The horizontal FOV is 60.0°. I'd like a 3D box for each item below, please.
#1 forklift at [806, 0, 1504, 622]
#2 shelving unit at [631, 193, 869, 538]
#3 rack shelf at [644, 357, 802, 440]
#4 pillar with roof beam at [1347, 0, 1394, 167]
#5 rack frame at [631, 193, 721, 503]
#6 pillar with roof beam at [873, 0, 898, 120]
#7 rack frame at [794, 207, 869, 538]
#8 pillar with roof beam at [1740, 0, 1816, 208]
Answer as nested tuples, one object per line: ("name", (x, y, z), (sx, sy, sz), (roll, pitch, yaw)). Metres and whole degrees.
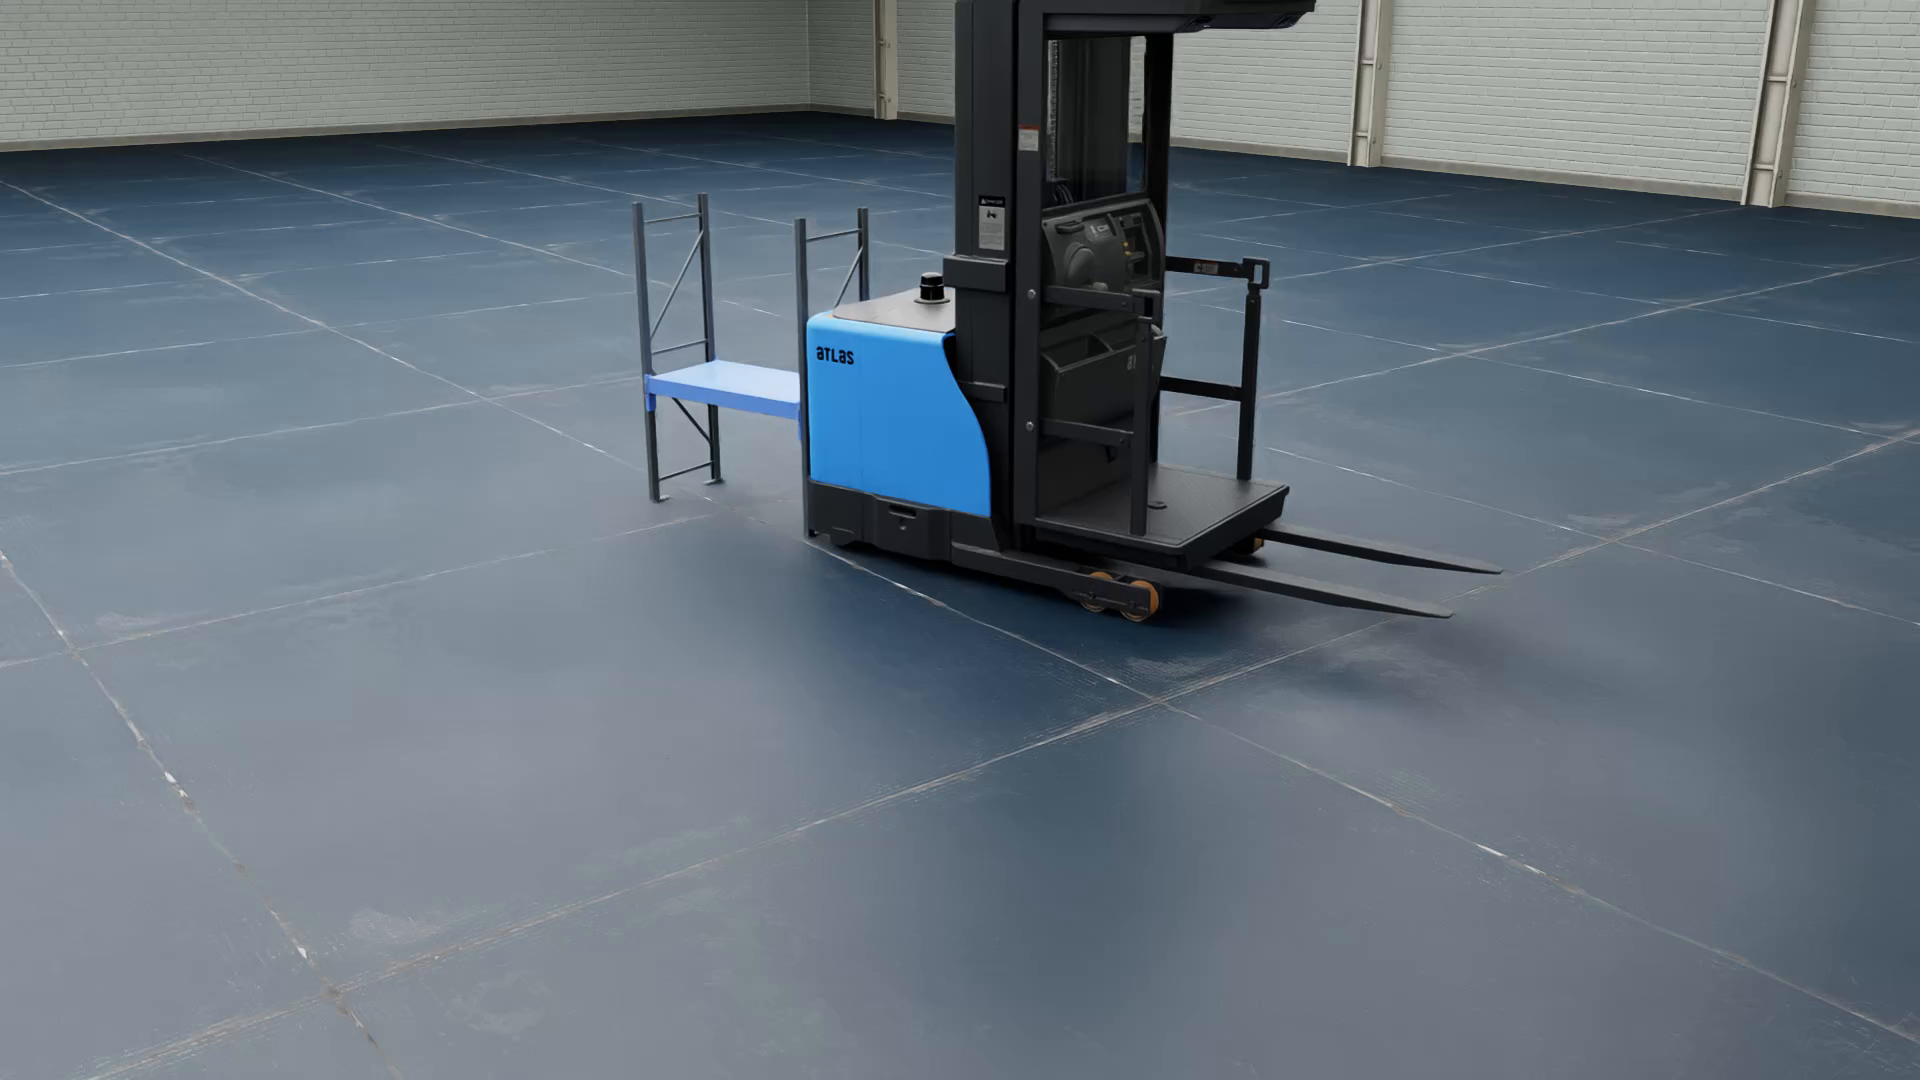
("forklift", (0.789, -1.245, 6.961), (3.031, 2.935, 1.130), (12, 22, 33))
("shelving unit", (-1.005, -0.878, 8.128), (1.048, 1.500, 0.538), (12, 22, 33))
("rack shelf", (-1.005, -0.707, 8.185), (1.000, 0.185, 0.538), (12, 22, 33))
("pillar with roof beam", (2.592, -8.957, 20.597), (9.100, 9.000, 0.400), (-14, 23, -36))
("rack frame", (-1.423, -0.969, 8.403), (0.032, 1.500, 0.500), (12, 22, 33))
("pillar with roof beam", (-4.858, -11.914, 29.526), (9.100, 9.000, 0.400), (-14, 23, -36))
("rack frame", (-0.587, -0.787, 7.853), (0.032, 1.500, 0.500), (12, 22, 33))
("pillar with roof beam", (6.318, -7.478, 16.132), (9.100, 9.000, 0.400), (-14, 23, -36))
